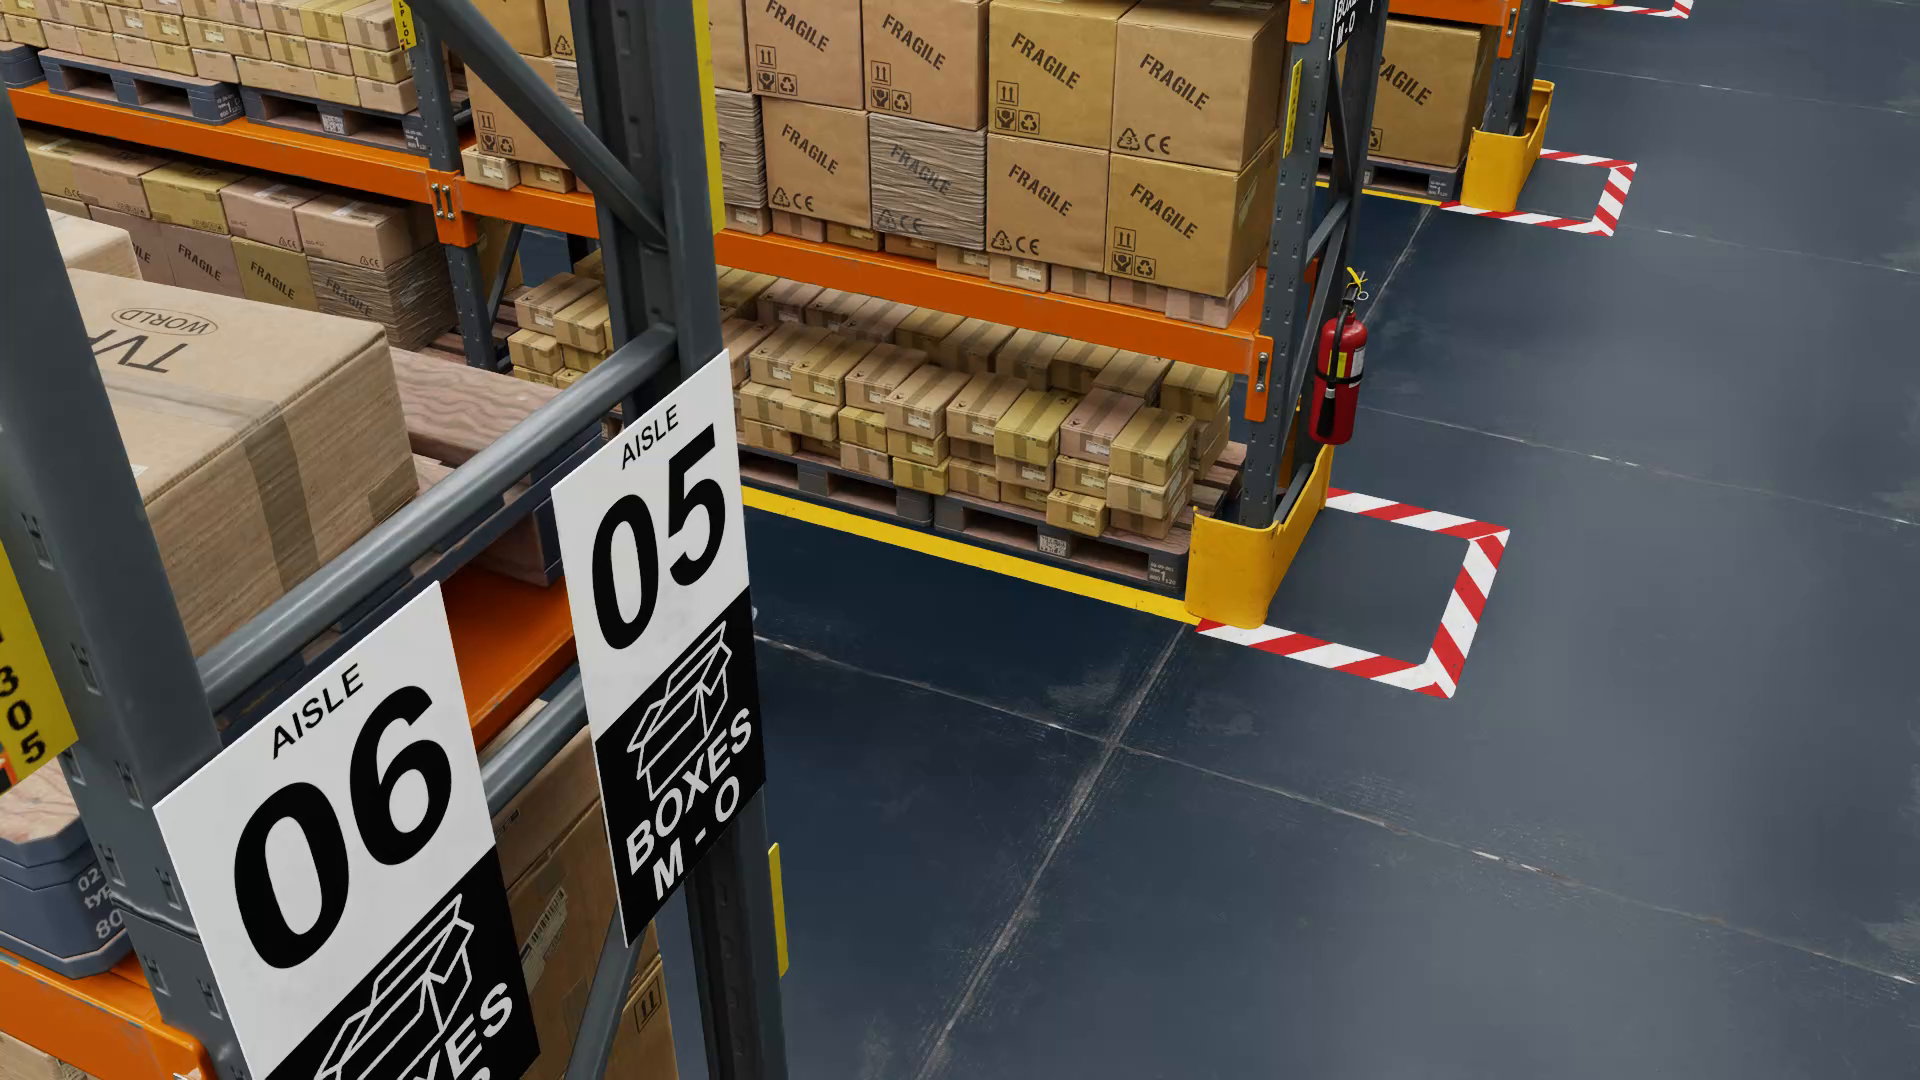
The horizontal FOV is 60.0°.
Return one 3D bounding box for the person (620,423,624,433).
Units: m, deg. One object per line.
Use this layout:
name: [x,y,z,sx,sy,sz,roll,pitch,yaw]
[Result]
person: [-1.062,-0.040,6.232,0.409,1.624,0.369,15,37,21]
